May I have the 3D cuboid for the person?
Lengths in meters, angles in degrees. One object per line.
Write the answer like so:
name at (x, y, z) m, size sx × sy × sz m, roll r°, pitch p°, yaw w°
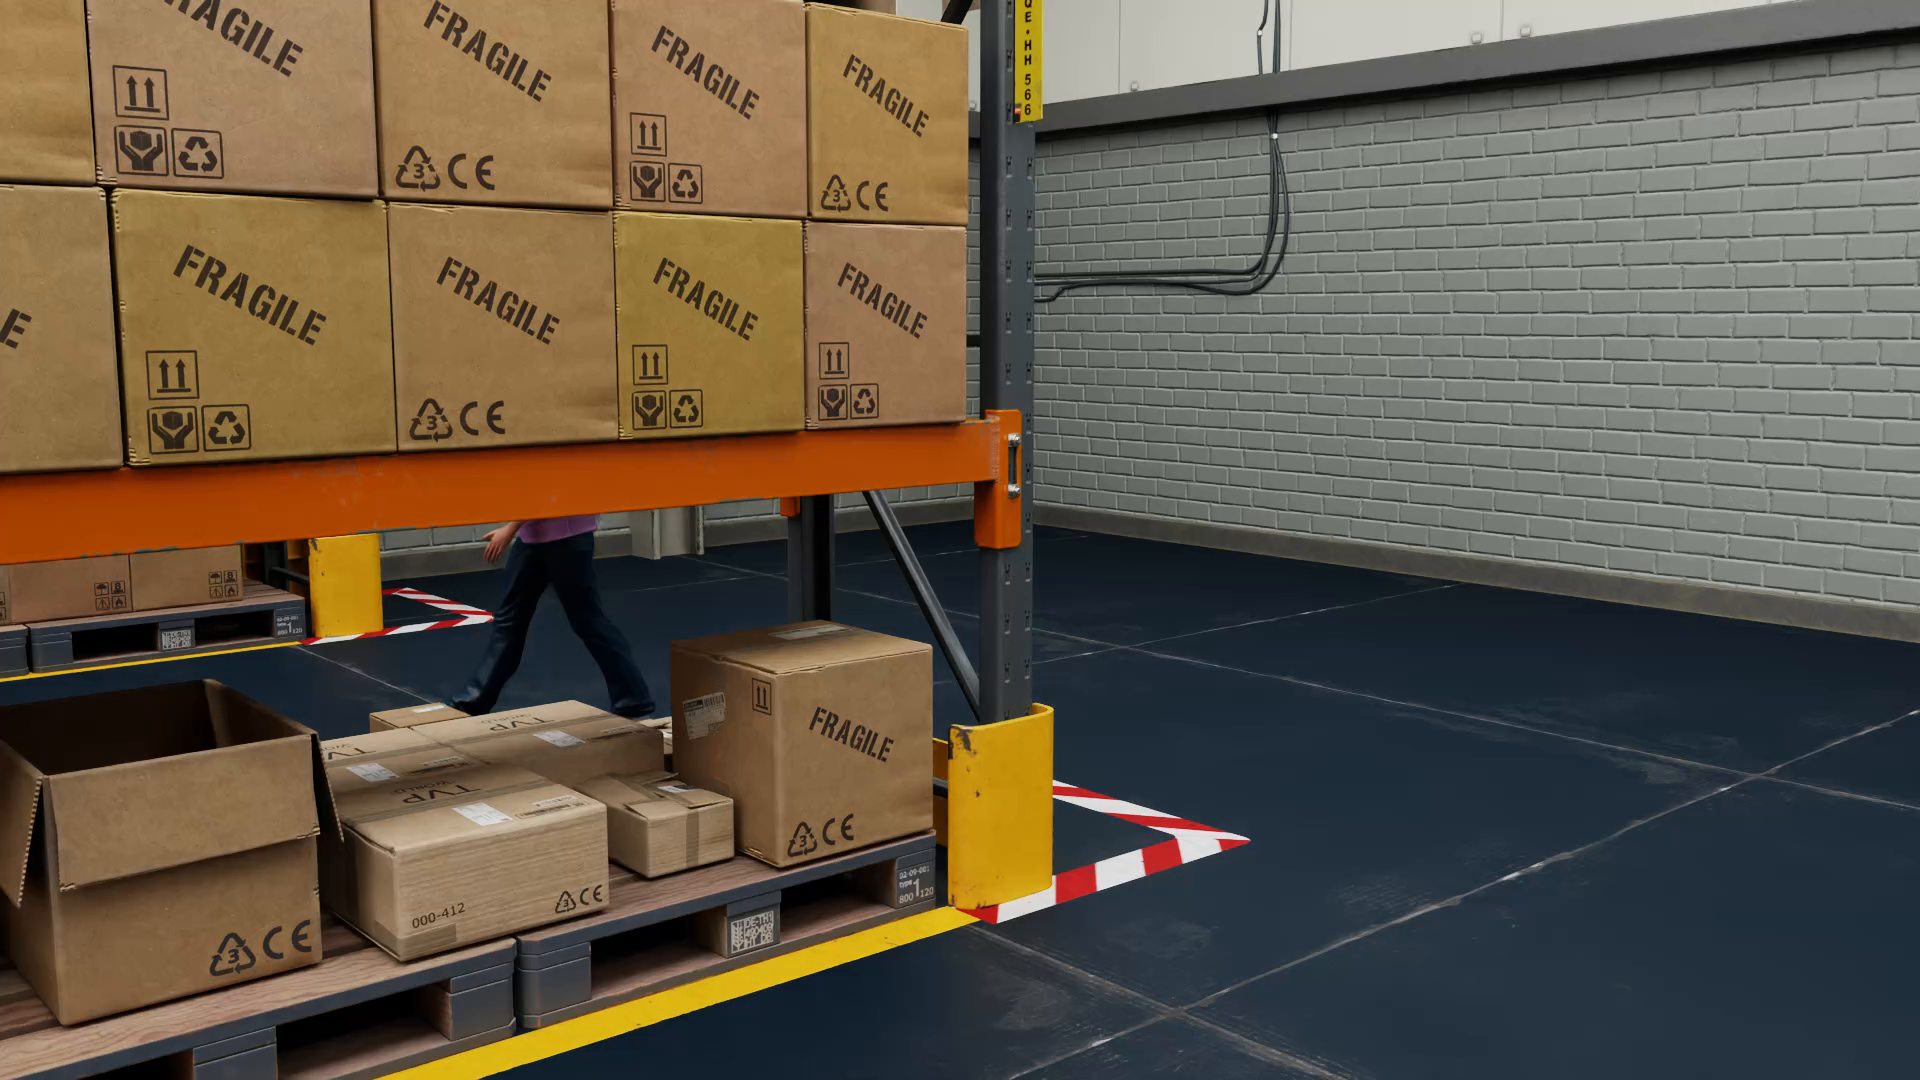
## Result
person at (-1.552, -0.019, 5.912) m, size 0.883 × 1.558 × 0.417 m, roll -4°, pitch 9°, yaw -26°
